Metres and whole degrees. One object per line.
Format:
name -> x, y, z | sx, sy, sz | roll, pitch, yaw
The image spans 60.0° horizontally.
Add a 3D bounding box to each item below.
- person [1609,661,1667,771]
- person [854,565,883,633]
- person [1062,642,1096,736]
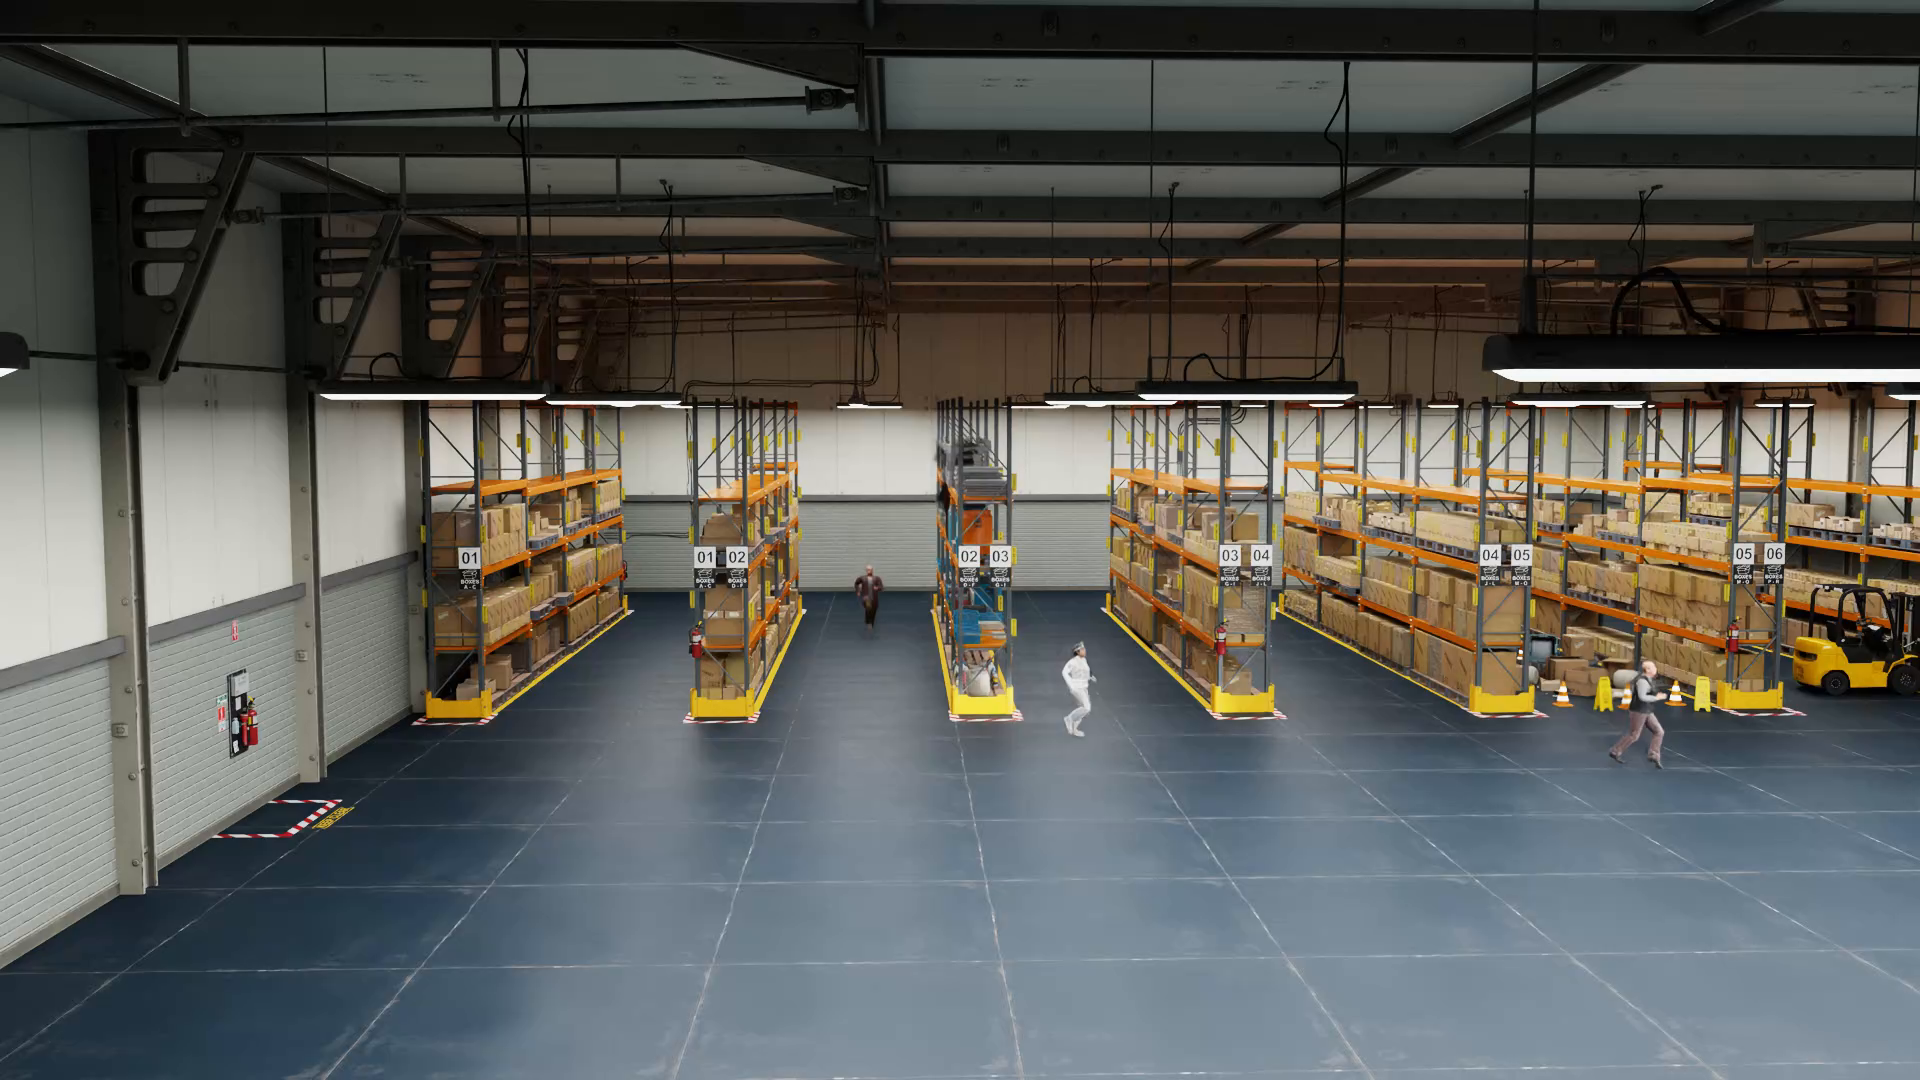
person -> 10.894, 2.812, 26.706 | 0.859, 1.767, 0.678 | 3, 5, 31
person -> -2.297, 1.522, 42.289 | 0.688, 1.759, 0.996 | -1, 5, -15
person -> 2.134, 2.623, 29.330 | 0.509, 1.669, 0.662 | 3, 5, 31
